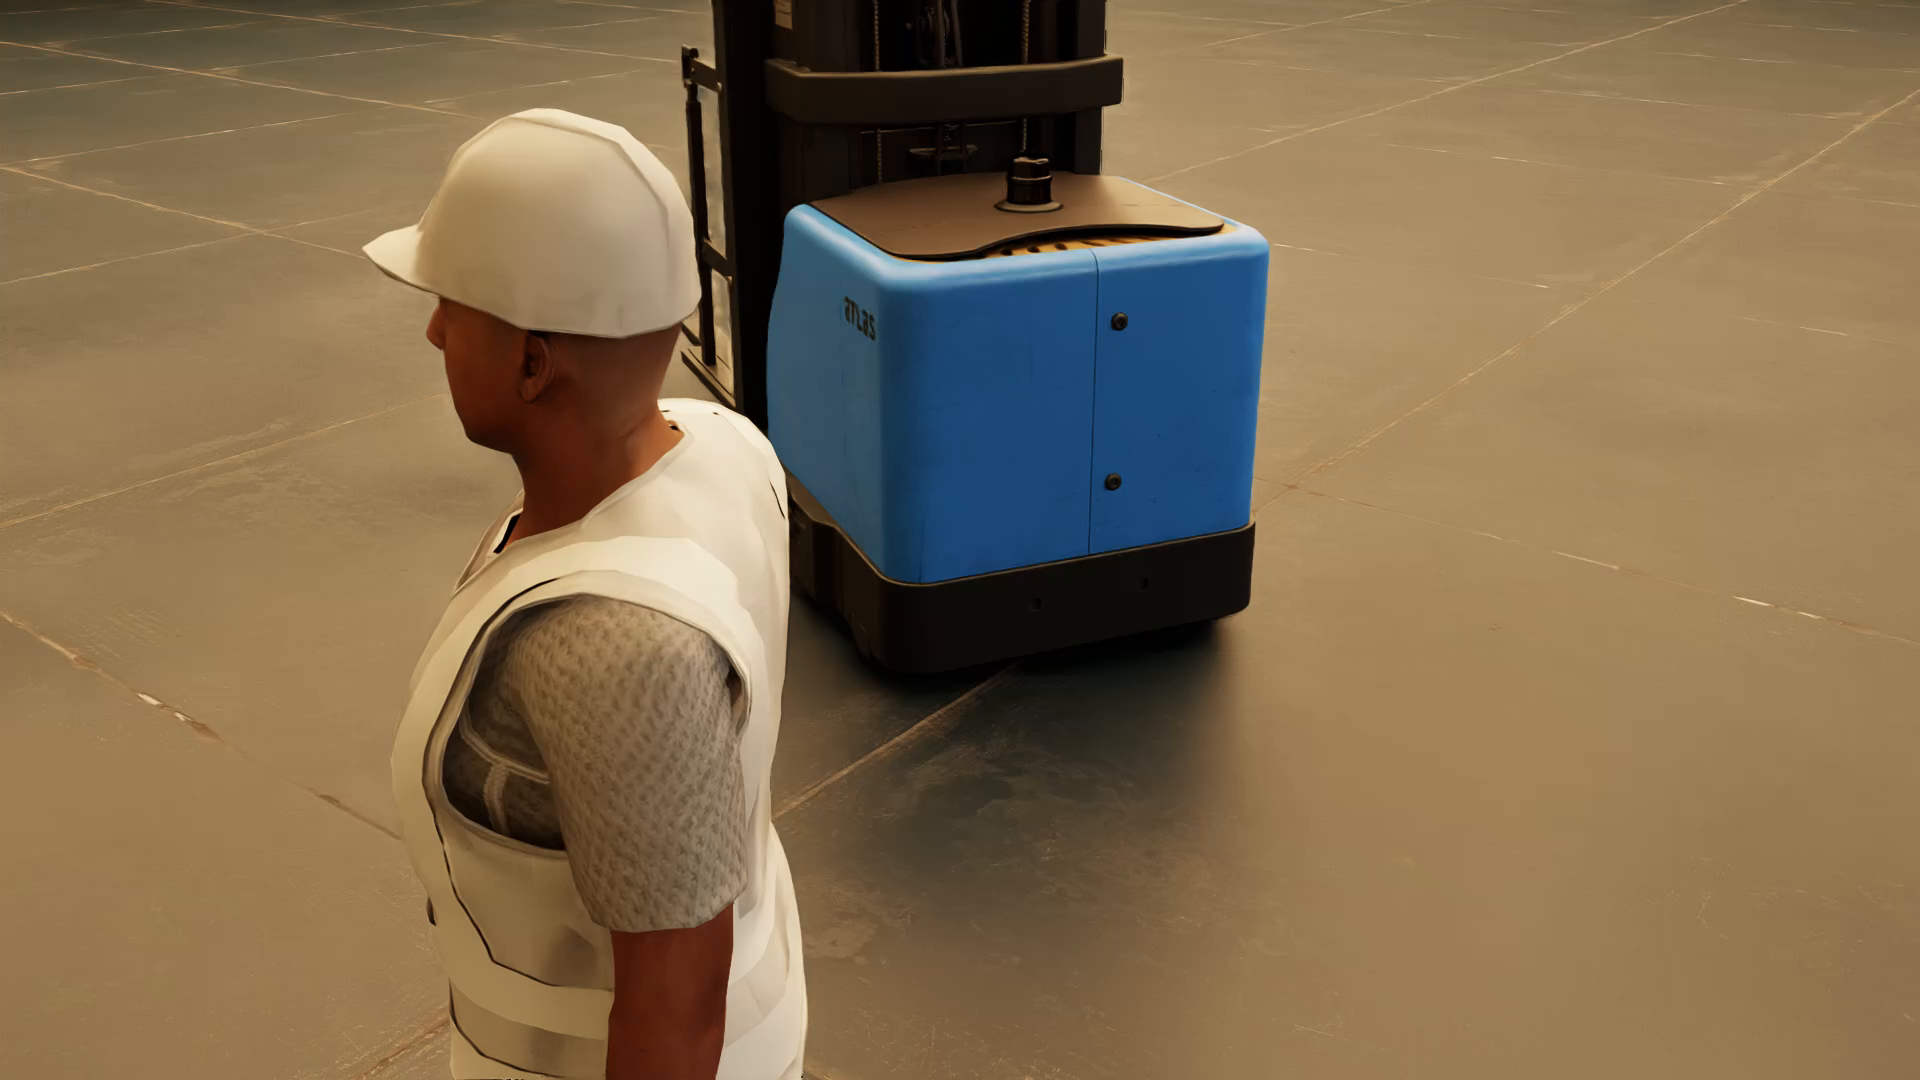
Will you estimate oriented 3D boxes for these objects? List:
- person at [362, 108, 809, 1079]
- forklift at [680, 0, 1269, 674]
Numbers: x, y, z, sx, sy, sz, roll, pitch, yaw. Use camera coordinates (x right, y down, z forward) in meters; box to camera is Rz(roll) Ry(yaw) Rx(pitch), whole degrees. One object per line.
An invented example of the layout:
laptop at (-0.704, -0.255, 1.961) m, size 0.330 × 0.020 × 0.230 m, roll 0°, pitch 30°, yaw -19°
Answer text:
person at (-0.345, 0.485, 1.655) m, size 0.390 × 1.790 × 0.612 m, roll -2°, pitch 23°, yaw -4°
forklift at (-0.262, -1.572, 4.955) m, size 1.130 × 2.935 × 3.031 m, roll -10°, pitch 25°, yaw -21°
